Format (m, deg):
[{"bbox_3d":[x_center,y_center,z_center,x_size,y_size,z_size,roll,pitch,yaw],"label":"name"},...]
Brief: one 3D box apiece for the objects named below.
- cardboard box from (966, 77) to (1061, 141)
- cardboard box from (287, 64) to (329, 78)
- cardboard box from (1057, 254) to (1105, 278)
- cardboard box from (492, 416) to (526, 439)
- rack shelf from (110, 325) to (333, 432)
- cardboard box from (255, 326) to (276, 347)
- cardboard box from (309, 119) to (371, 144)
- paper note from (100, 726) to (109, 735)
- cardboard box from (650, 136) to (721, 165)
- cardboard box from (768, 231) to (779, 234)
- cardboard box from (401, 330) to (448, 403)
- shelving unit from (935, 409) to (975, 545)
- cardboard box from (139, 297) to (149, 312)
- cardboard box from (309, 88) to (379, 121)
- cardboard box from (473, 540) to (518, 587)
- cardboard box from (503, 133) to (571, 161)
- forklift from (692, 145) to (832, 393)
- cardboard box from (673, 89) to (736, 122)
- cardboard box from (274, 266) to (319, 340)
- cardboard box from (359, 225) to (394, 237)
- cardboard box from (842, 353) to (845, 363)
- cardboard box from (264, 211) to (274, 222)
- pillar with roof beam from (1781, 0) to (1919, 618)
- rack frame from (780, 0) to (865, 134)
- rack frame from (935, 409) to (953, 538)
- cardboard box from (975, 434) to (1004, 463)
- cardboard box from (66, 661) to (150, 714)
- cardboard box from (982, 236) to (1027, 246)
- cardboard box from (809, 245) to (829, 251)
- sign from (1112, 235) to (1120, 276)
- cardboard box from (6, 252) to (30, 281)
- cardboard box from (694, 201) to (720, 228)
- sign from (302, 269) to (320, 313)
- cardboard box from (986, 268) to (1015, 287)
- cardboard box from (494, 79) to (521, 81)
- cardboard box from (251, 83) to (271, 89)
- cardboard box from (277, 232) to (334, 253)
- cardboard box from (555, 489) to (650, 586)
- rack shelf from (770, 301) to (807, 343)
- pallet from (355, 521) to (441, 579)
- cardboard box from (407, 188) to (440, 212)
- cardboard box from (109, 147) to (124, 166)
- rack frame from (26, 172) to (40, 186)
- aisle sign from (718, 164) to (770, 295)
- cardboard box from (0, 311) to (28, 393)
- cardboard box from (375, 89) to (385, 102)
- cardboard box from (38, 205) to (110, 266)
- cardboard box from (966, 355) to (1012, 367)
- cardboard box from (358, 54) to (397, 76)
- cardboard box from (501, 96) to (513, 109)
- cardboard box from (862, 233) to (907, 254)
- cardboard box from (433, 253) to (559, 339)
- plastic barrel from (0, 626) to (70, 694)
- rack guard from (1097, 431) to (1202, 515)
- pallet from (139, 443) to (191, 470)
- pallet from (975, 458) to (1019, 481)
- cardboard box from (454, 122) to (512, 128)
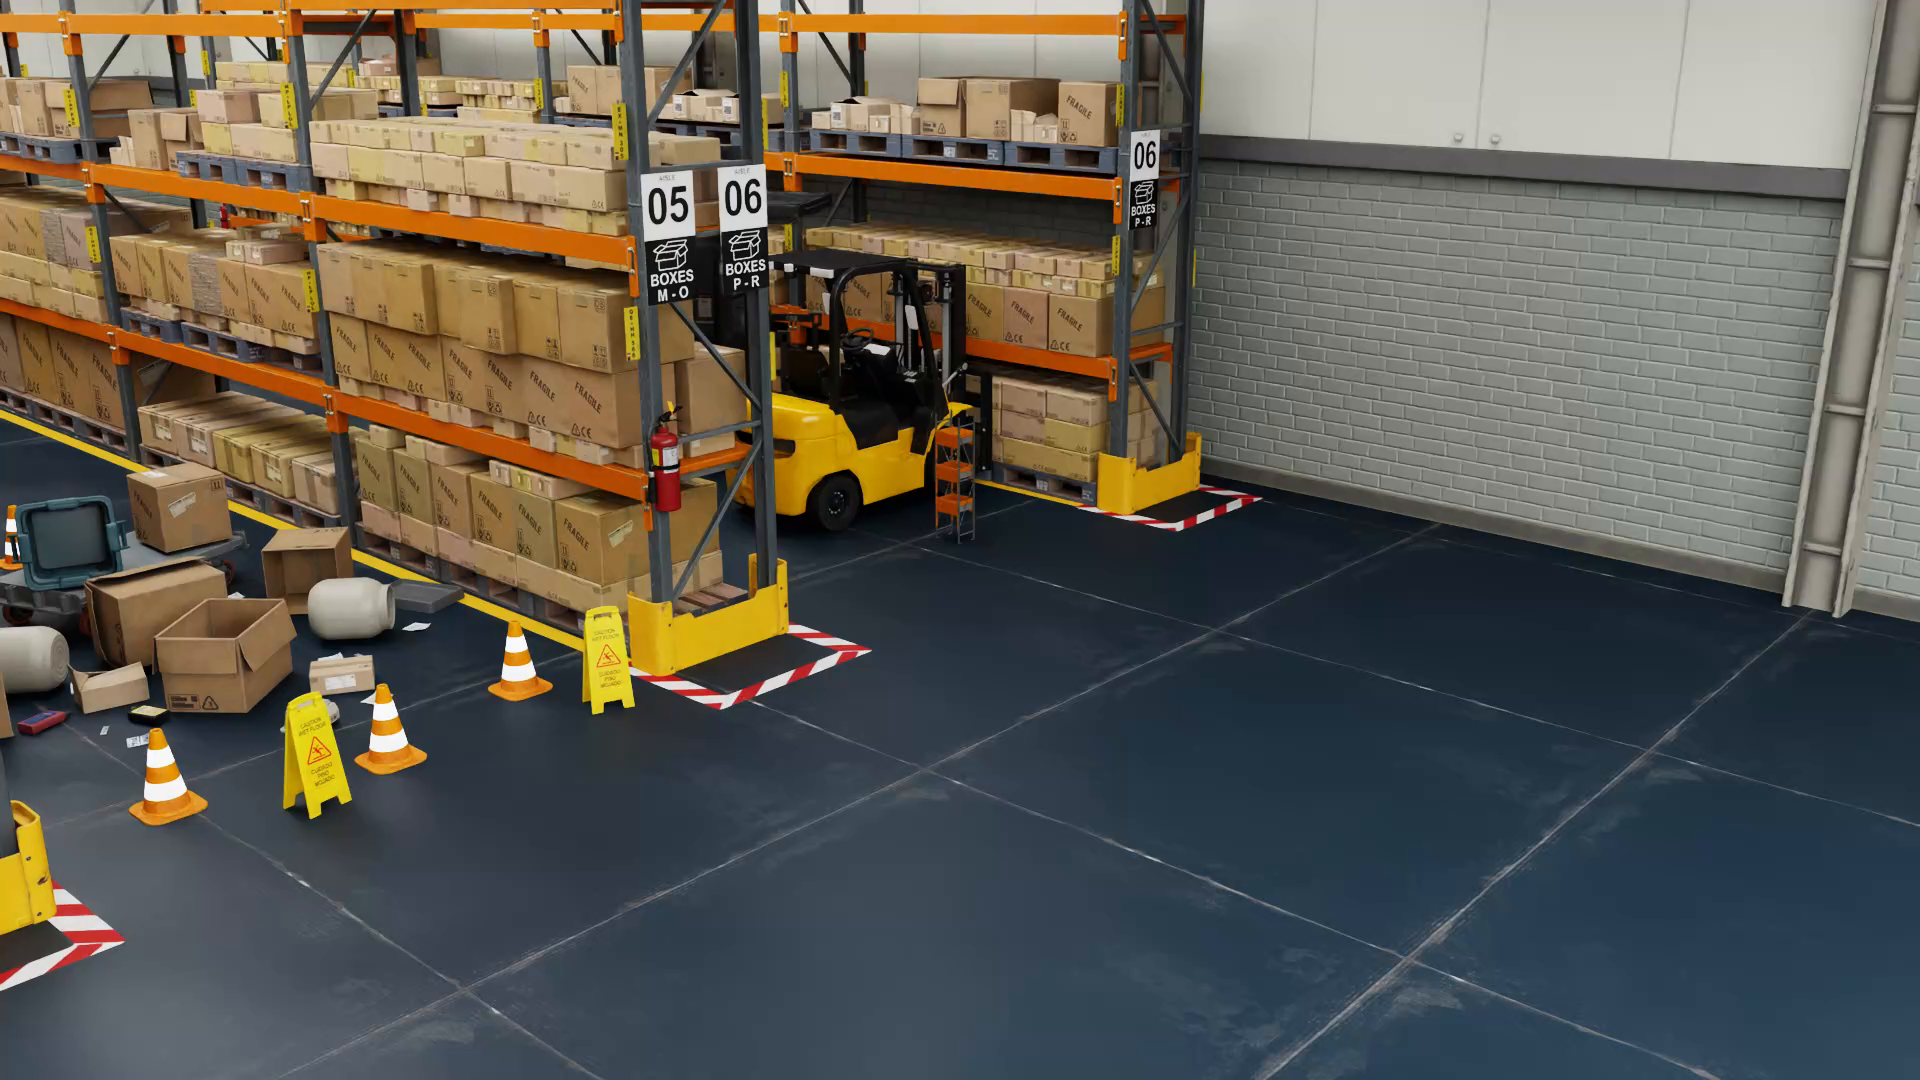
[{"bbox_3d":[0.472,-3.796,14.631,0.500,0.500,0.700,15,23,40],"label":"cardboard box"},{"bbox_3d":[-8.607,-6.207,22.182,0.500,0.250,0.500,16,23,40],"label":"cardboard box"},{"bbox_3d":[1.051,-2.374,14.405,0.250,0.149,0.380,15,23,39],"label":"cardboard box"},{"bbox_3d":[-3.052,-0.833,11.693,0.250,0.149,0.380,15,23,39],"label":"cardboard box"},{"bbox_3d":[-6.115,-1.547,14.716,4.000,0.370,1.077,15,23,39],"label":"rack shelf"},{"bbox_3d":[-5.590,-1.710,13.762,0.250,0.149,0.380,15,23,38],"label":"cardboard box"},{"bbox_3d":[-4.600,-3.041,12.374,0.250,0.149,0.380,15,23,38],"label":"cardboard box"},{"bbox_3d":[-5.139,1.144,9.991,0.032,0.001,0.123,-6,18,-18],"label":"paper note"},{"bbox_3d":[-1.758,-2.493,10.645,0.250,0.149,0.380,15,23,39],"label":"cardboard box"},{"bbox_3d":[-2.083,-3.096,17.170,0.250,0.149,0.380,15,23,39],"label":"cardboard box"},{"bbox_3d":[-3.717,-1.327,12.177,0.500,0.500,0.500,15,23,39],"label":"cardboard box"},{"bbox_3d":[-0.040,-0.511,13.487,0.252,1.050,0.215,15,23,39],"label":"shelving unit"},{"bbox_3d":[-7.302,-2.200,15.306,0.250,0.149,0.380,13,22,36],"label":"cardboard box"},{"bbox_3d":[-5.170,-3.591,13.736,0.500,0.250,0.500,14,23,38],"label":"cardboard box"},{"bbox_3d":[-3.188,0.114,12.144,0.500,0.250,0.500,14,22,37],"label":"cardboard box"},{"bbox_3d":[-2.781,-2.597,10.975,0.250,0.149,0.380,15,23,39],"label":"cardboard box"},{"bbox_3d":[-1.761,-2.162,15.580,3.031,2.935,1.130,4,18,12],"label":"forklift"},{"bbox_3d":[-2.605,-4.491,17.134,0.500,0.311,0.500,14,22,37],"label":"cardboard box"},{"bbox_3d":[-5.117,-1.919,13.347,0.500,0.500,0.500,15,23,38],"label":"cardboard box"},{"bbox_3d":[-7.717,-4.105,22.004,0.250,0.149,0.380,15,23,40],"label":"cardboard box"},{"bbox_3d":[-0.798,-1.705,16.224,0.500,0.250,0.500,15,23,39],"label":"cardboard box"},{"bbox_3d":[-9.650,-4.623,23.637,0.250,0.149,0.380,16,24,41],"label":"cardboard box"},{"bbox_3d":[3.372,-2.833,7.663,0.400,9.000,9.100,15,23,39],"label":"pillar with roof beam"},{"bbox_3d":[-1.327,-5.471,15.976,0.127,3.000,1.000,15,23,39],"label":"rack frame"},{"bbox_3d":[-0.131,-0.536,13.564,0.008,1.050,0.200,15,23,39],"label":"rack frame"},{"bbox_3d":[0.369,-0.926,15.421,0.500,0.250,0.500,15,23,40],"label":"cardboard box"},{"bbox_3d":[-5.321,0.884,10.388,0.396,0.266,0.258,-13,22,-36],"label":"cardboard box"},{"bbox_3d":[0.417,-2.740,15.558,0.250,0.149,0.380,15,23,40],"label":"cardboard box"},{"bbox_3d":[-1.264,-2.845,16.381,0.250,0.149,0.380,15,23,38],"label":"cardboard box"},{"bbox_3d":[1.294,-2.354,13.763,0.005,0.325,0.100,15,23,39],"label":"sign"},{"bbox_3d":[-9.313,-2.802,16.905,0.500,0.250,0.500,14,22,38],"label":"cardboard box"},{"bbox_3d":[-1.660,-2.135,10.837,0.250,0.149,0.380,15,23,39],"label":"cardboard box"},{"bbox_3d":[-4.985,-1.914,12.769,0.005,0.325,0.100,15,23,39],"label":"sign"},{"bbox_3d":[0.446,-2.378,14.907,0.250,0.149,0.380,14,22,38],"label":"cardboard box"},{"bbox_3d":[-5.399,-5.482,20.066,0.250,0.149,0.380,15,23,39],"label":"cardboard box"},{"bbox_3d":[-9.384,-6.168,22.884,0.500,0.250,0.500,14,22,38],"label":"cardboard box"},{"bbox_3d":[-5.617,-2.556,14.284,0.250,0.149,0.380,17,24,42],"label":"cardboard box"},{"bbox_3d":[-2.400,-0.034,11.371,0.500,0.500,0.500,15,23,40],"label":"cardboard box"},{"bbox_3d":[-2.823,-2.671,18.257,4.000,0.370,1.077,15,23,39],"label":"rack shelf"},{"bbox_3d":[-4.094,-0.032,13.364,1.213,0.211,1.003,15,23,39],"label":"pallet"},{"bbox_3d":[-3.643,-2.401,11.676,0.250,0.149,0.380,14,23,38],"label":"cardboard box"},{"bbox_3d":[-7.488,-3.500,15.137,0.250,0.149,0.380,15,23,39],"label":"cardboard box"},{"bbox_3d":[-10.603,-3.094,18.404,0.127,3.000,1.000,15,23,39],"label":"rack frame"},{"bbox_3d":[-1.376,-1.982,10.600,0.004,0.787,0.394,15,23,39],"label":"aisle sign"},{"bbox_3d":[-10.086,-2.176,18.326,0.875,0.875,0.875,16,24,41],"label":"cardboard box"},{"bbox_3d":[-7.181,-5.566,20.789,0.250,0.149,0.380,15,23,40],"label":"cardboard box"},{"bbox_3d":[-8.561,-2.961,16.166,0.500,0.500,0.500,16,23,40],"label":"cardboard box"},{"bbox_3d":[0.309,-1.621,15.959,0.500,0.250,0.500,14,23,38],"label":"cardboard box"},{"bbox_3d":[-7.317,-5.976,20.903,0.258,0.266,0.396,15,23,39],"label":"cardboard box"},{"bbox_3d":[-5.105,-5.095,19.338,0.250,0.149,0.380,16,23,40],"label":"cardboard box"},{"bbox_3d":[-0.709,-2.823,15.820,0.250,0.149,0.380,16,23,40],"label":"cardboard box"},{"bbox_3d":[-3.259,-1.718,11.757,0.500,0.500,0.700,15,23,39],"label":"cardboard box"},{"bbox_3d":[-5.963,0.761,10.515,0.512,0.421,0.421,-3,18,-8],"label":"plastic barrel"},{"bbox_3d":[1.682,-0.613,14.715,0.348,0.500,1.175,15,23,39],"label":"rack guard"},{"bbox_3d":[-7.028,-0.805,15.799,1.213,0.211,1.003,15,23,39],"label":"pallet"},{"bbox_3d":[0.156,-0.869,16.000,1.213,0.211,1.003,15,23,39],"label":"pallet"},{"bbox_3d":[-3.448,-2.958,12.113,0.250,0.149,0.380,14,23,38],"label":"cardboard box"}]
